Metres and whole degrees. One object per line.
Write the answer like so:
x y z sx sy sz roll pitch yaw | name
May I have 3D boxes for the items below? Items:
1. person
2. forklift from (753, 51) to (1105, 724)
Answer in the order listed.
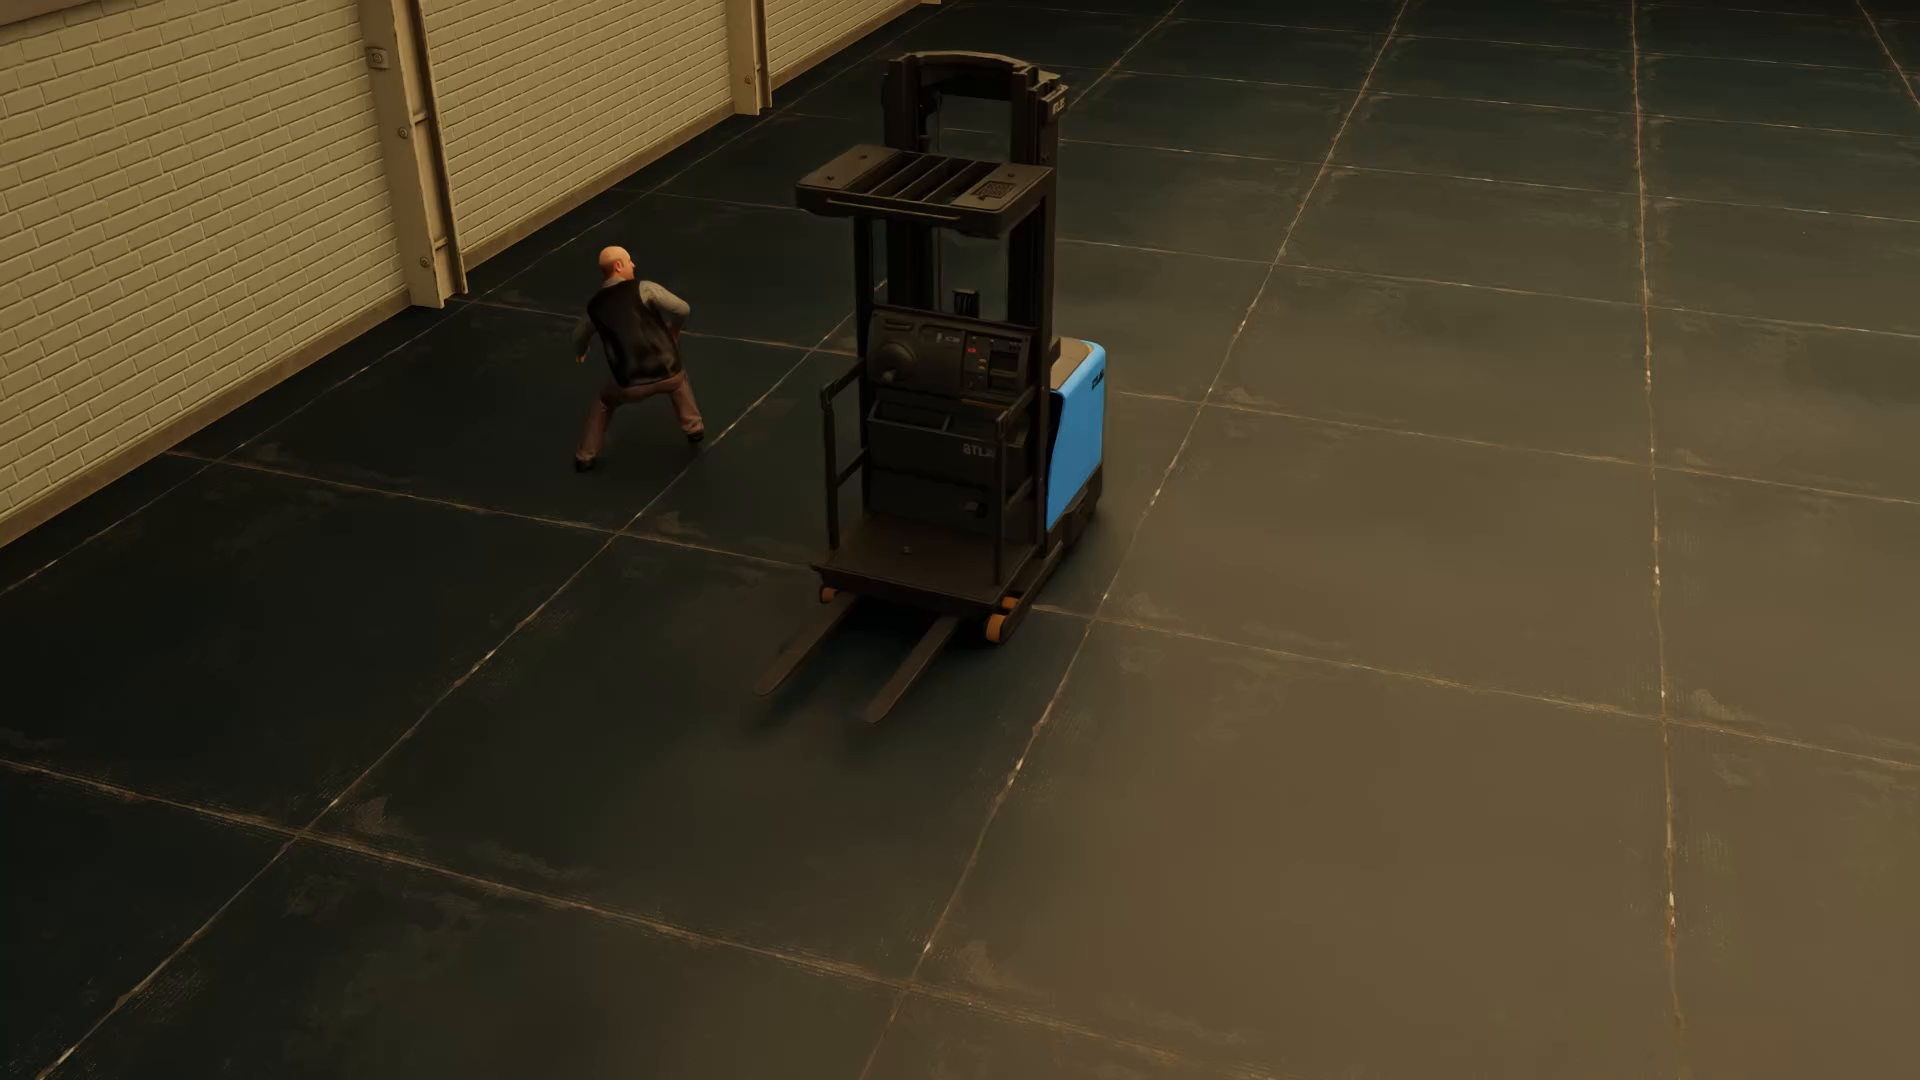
-2.129 -1.157 10.708 0.891 1.505 0.764 -5 30 -8 | person
-0.145 -0.943 8.790 1.130 2.935 3.031 12 32 20 | forklift
